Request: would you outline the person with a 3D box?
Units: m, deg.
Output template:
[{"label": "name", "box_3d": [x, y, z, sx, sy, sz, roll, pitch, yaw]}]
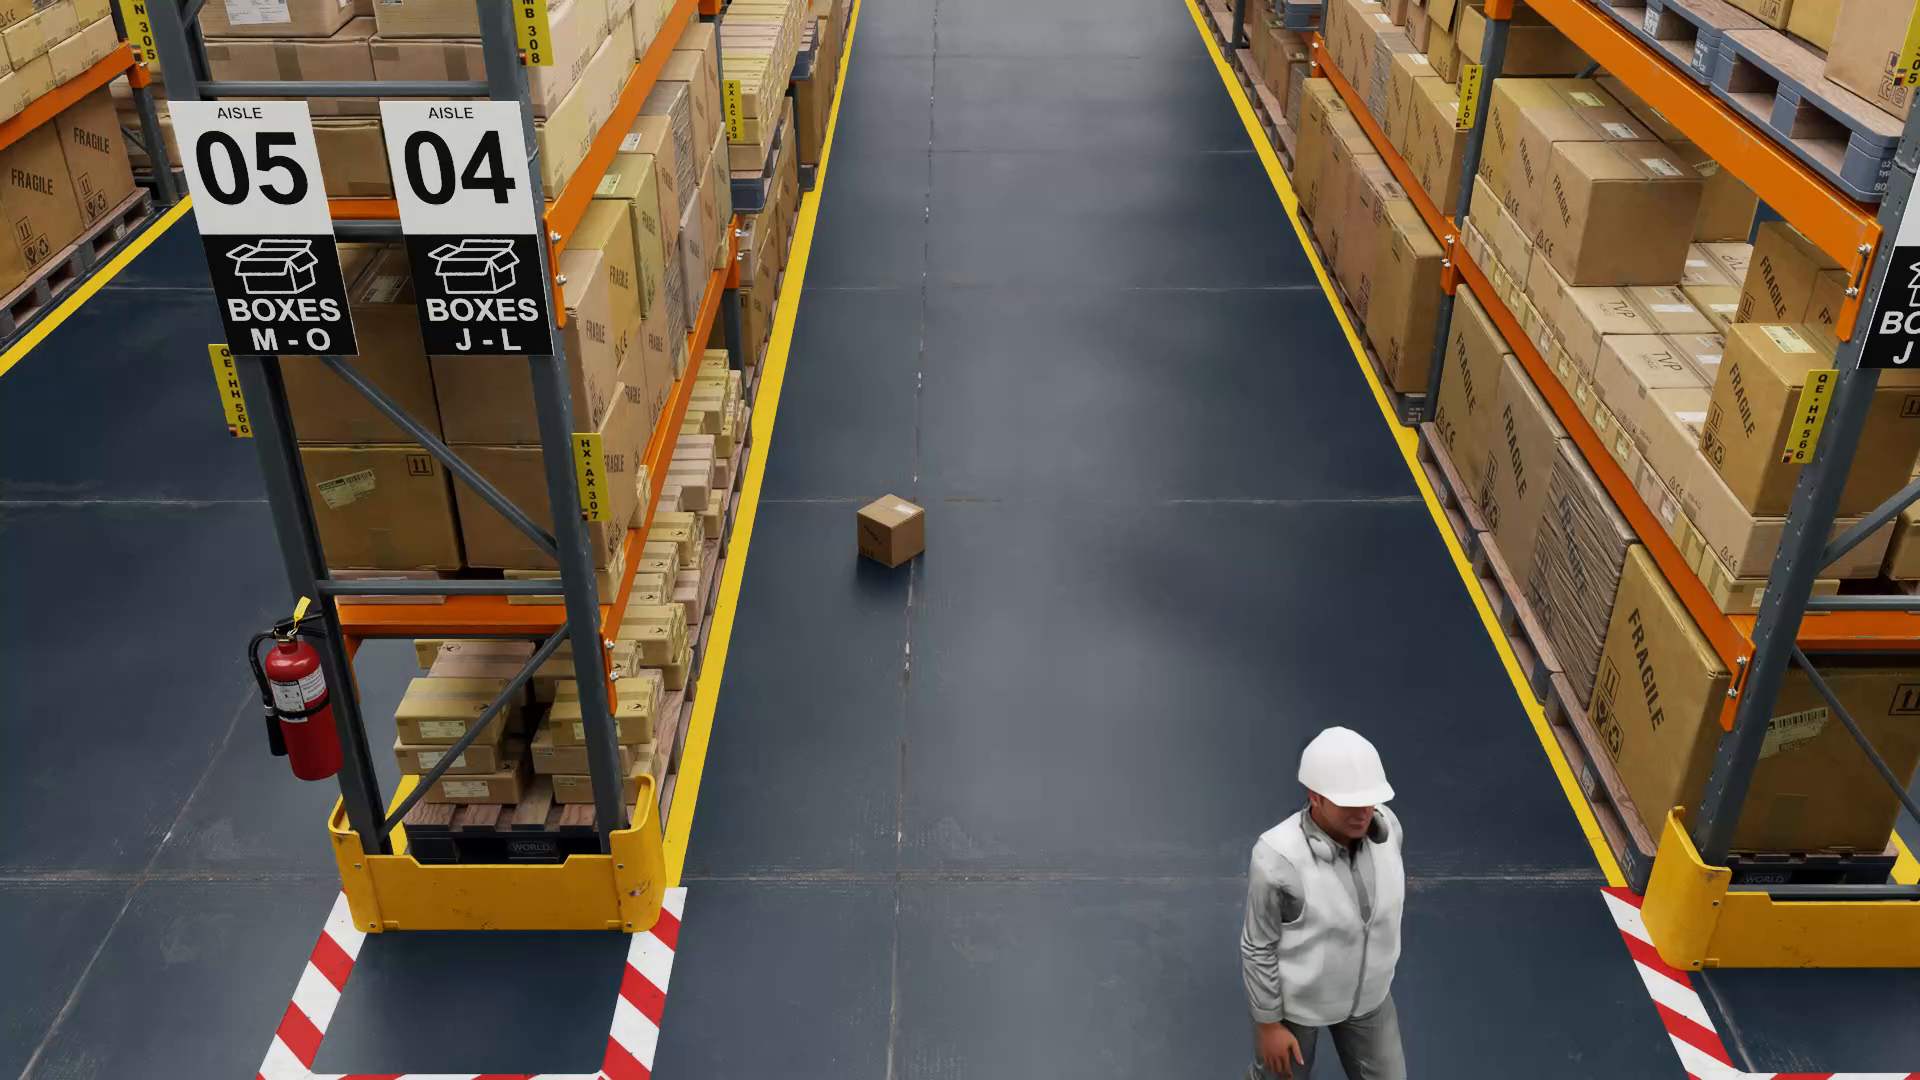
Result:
[{"label": "person", "box_3d": [1.067, 1.348, 4.915, 0.570, 1.837, 0.533, -12, 33, -19]}]
